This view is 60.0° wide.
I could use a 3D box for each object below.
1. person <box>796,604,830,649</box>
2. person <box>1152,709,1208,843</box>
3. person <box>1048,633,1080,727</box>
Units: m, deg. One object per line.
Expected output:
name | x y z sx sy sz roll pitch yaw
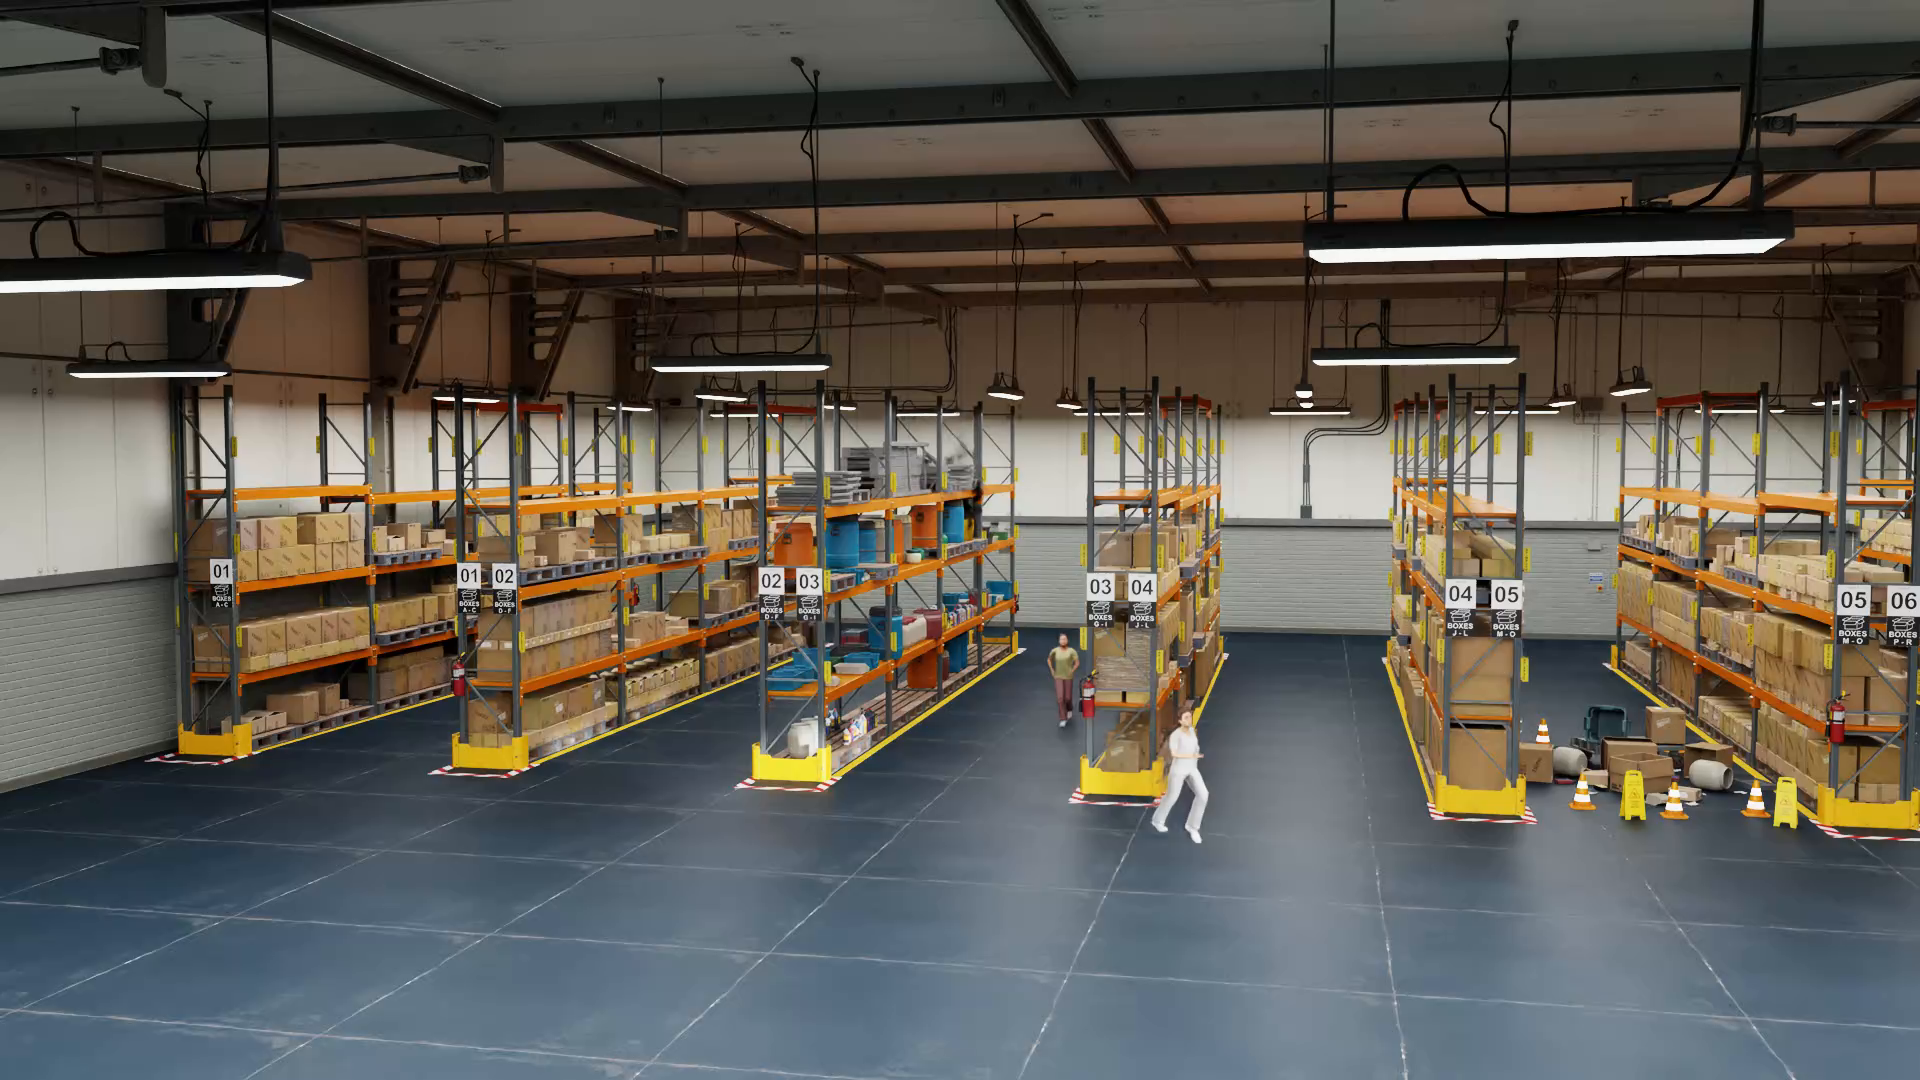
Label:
person | -3.132 1.830 35.214 0.693 1.834 0.843 0 3 5
person | 2.841 2.981 21.223 0.572 1.697 0.875 -2 4 -33
person | 1.866 2.502 30.017 0.589 1.653 0.693 1 3 9
